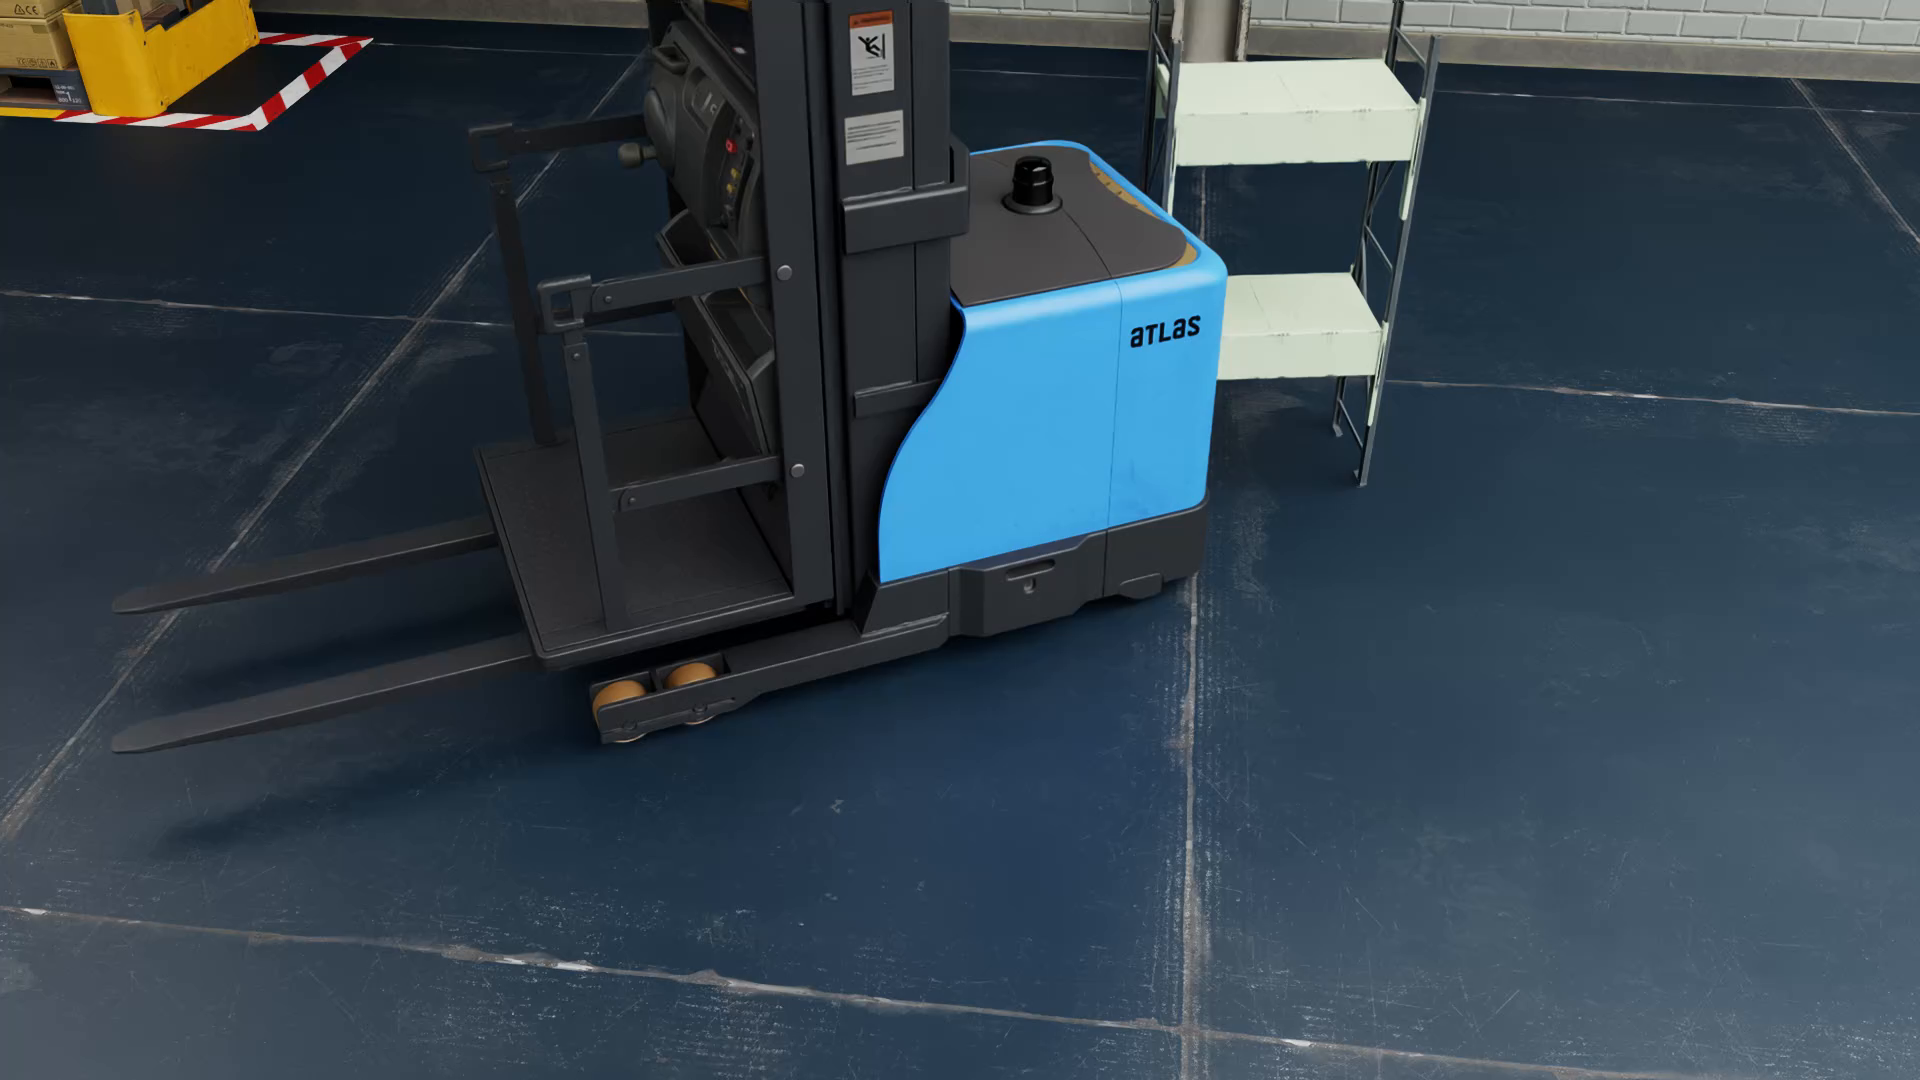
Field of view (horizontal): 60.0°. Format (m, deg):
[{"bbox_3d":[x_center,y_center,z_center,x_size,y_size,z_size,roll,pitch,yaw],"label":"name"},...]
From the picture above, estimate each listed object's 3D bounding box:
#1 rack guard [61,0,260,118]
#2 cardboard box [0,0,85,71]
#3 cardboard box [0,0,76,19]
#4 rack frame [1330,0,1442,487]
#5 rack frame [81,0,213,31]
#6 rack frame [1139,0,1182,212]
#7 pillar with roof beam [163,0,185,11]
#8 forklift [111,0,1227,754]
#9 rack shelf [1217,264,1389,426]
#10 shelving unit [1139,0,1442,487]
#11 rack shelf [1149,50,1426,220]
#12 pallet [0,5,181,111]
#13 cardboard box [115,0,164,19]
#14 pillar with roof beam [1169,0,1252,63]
[{"bbox_3d":[-4.045,-2.617,8.486,0.348,0.500,1.175,4,36,6],"label":"rack guard"},{"bbox_3d":[-4.575,-2.540,8.233,0.500,0.250,0.500,5,36,6],"label":"cardboard box"},{"bbox_3d":[-4.592,-2.747,8.092,0.500,0.250,0.500,4,36,5],"label":"cardboard box"},{"bbox_3d":[1.319,-0.903,5.224,0.023,1.500,0.400,-2,36,-3],"label":"rack frame"},{"bbox_3d":[-4.069,-3.636,7.762,0.127,3.000,1.000,4,36,6],"label":"rack frame"},{"bbox_3d":[0.589,-0.876,5.186,0.023,1.500,0.400,-2,36,-3],"label":"rack frame"},{"bbox_3d":[-5.193,-4.168,3.344,0.400,9.000,9.100,4,36,6],"label":"pillar with roof beam"},{"bbox_3d":[-0.831,-0.996,4.122,3.031,2.935,1.130,-13,38,-18],"label":"forklift"},{"bbox_3d":[0.954,-0.624,5.394,0.720,0.370,0.431,-2,36,-3],"label":"rack shelf"},{"bbox_3d":[0.954,-0.889,5.205,0.755,1.500,0.431,-2,36,-3],"label":"shelving unit"},{"bbox_3d":[0.954,-1.207,4.978,0.720,0.370,0.431,-2,36,-3],"label":"rack shelf"},{"bbox_3d":[-4.833,-2.533,8.618,1.213,0.211,1.003,4,36,6],"label":"pallet"},{"bbox_3d":[-4.531,-2.837,8.648,0.500,0.250,0.500,4,36,6],"label":"cardboard box"},{"bbox_3d":[0.758,-3.724,2.722,0.400,9.000,9.100,4,36,6],"label":"pillar with roof beam"}]
